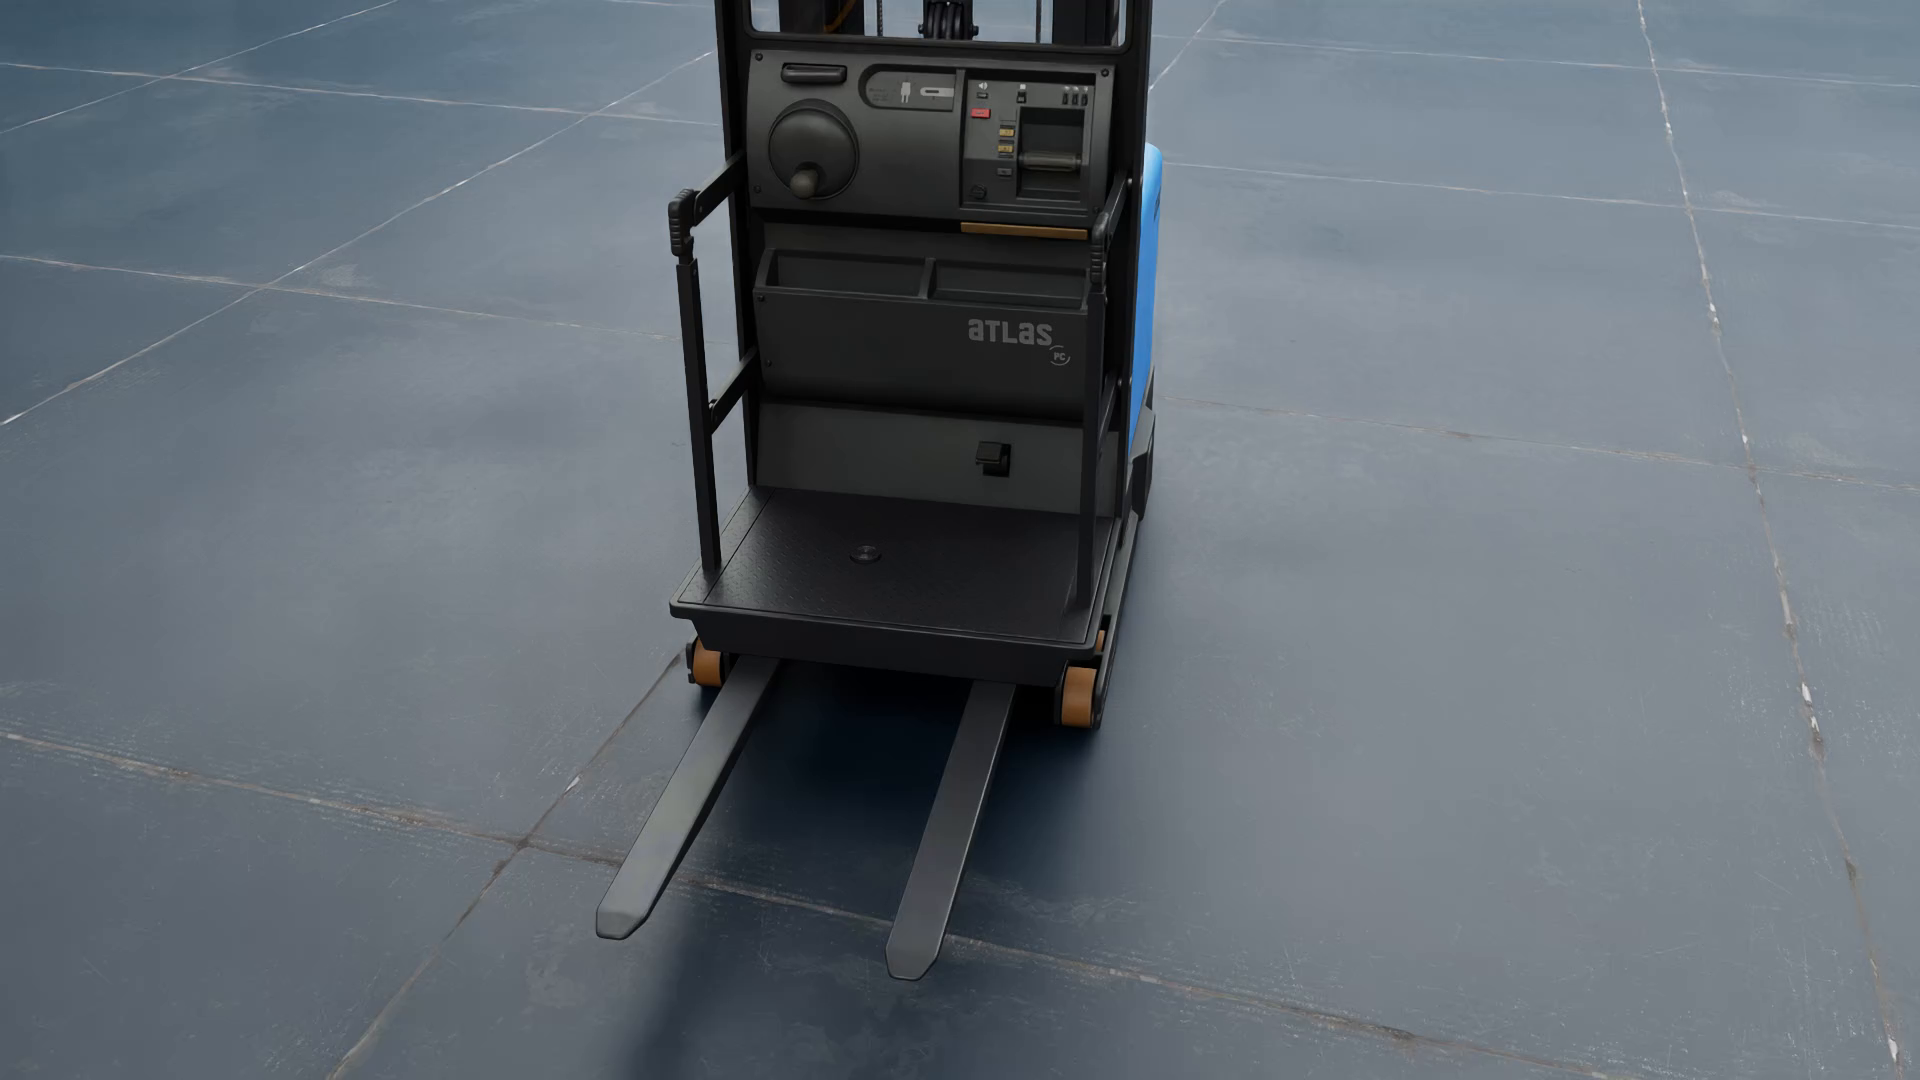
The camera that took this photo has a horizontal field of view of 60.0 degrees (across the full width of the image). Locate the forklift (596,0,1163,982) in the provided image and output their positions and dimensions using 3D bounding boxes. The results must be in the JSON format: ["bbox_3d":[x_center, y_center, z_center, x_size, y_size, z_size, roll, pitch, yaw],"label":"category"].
[{"bbox_3d":[-0.120,-0.980,3.997,1.130,2.935,3.031,5,30,10],"label":"forklift"}]
